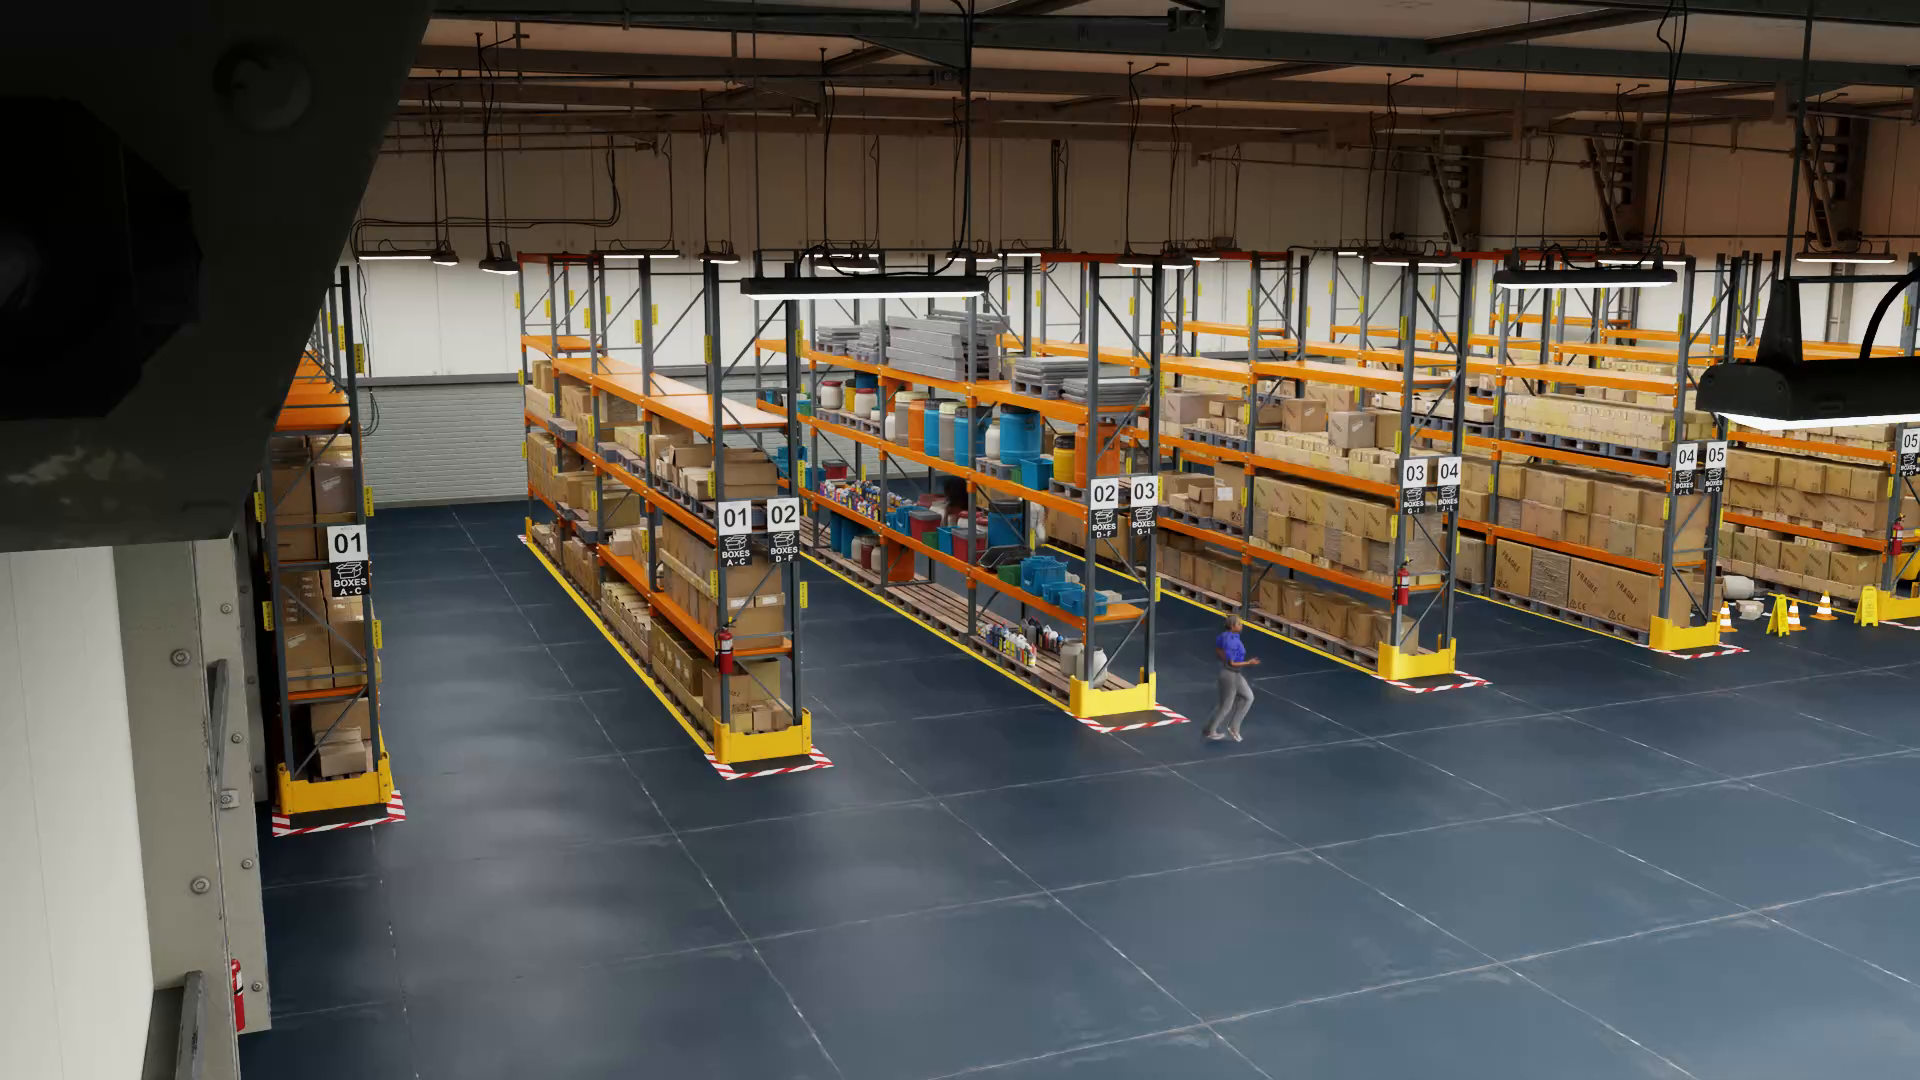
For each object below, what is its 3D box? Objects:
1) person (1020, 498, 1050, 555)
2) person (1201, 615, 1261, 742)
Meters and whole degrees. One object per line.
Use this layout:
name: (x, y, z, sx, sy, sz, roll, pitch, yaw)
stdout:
person: (1.404, -0.382, 32.087, 0.657, 1.514, 0.780, -4, 11, -23)
person: (3.418, 1.761, 20.905, 0.717, 1.691, 0.550, 2, 11, 12)
